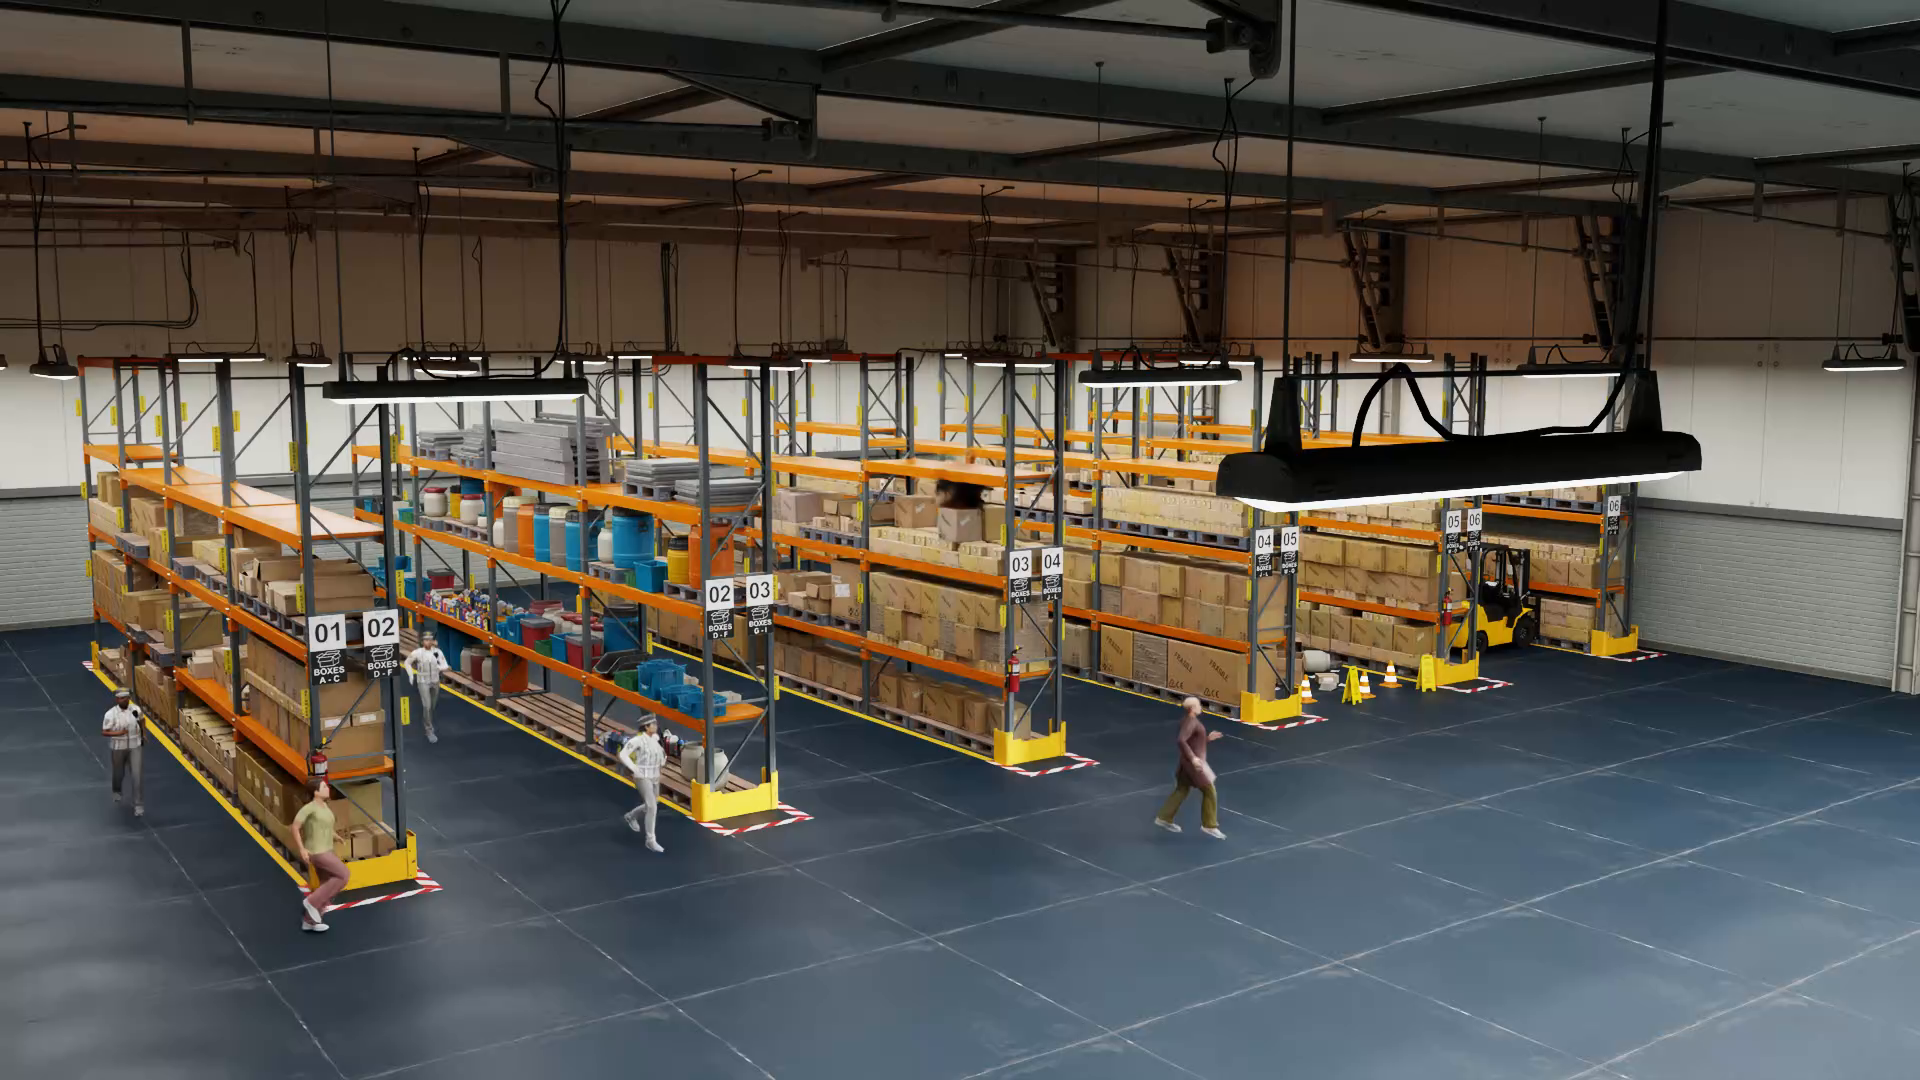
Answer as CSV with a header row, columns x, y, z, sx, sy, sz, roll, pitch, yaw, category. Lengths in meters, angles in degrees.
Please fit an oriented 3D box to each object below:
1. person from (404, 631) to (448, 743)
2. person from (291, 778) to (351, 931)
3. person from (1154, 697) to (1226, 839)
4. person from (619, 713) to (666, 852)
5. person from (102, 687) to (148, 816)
x,y,z,sx,sy,sz,roll,pitch,yaw,category
-8.419,2.278,26.343,0.599,1.708,0.878,-5,9,-36,person
-6.838,3.363,17.946,0.550,1.599,0.603,0,7,-4,person
2.923,2.891,21.059,0.910,1.836,0.681,-1,7,-12,person
-3.928,3.001,20.914,0.870,1.674,0.639,4,8,30,person
-11.143,2.780,22.232,0.575,1.685,0.938,-5,9,-36,person
